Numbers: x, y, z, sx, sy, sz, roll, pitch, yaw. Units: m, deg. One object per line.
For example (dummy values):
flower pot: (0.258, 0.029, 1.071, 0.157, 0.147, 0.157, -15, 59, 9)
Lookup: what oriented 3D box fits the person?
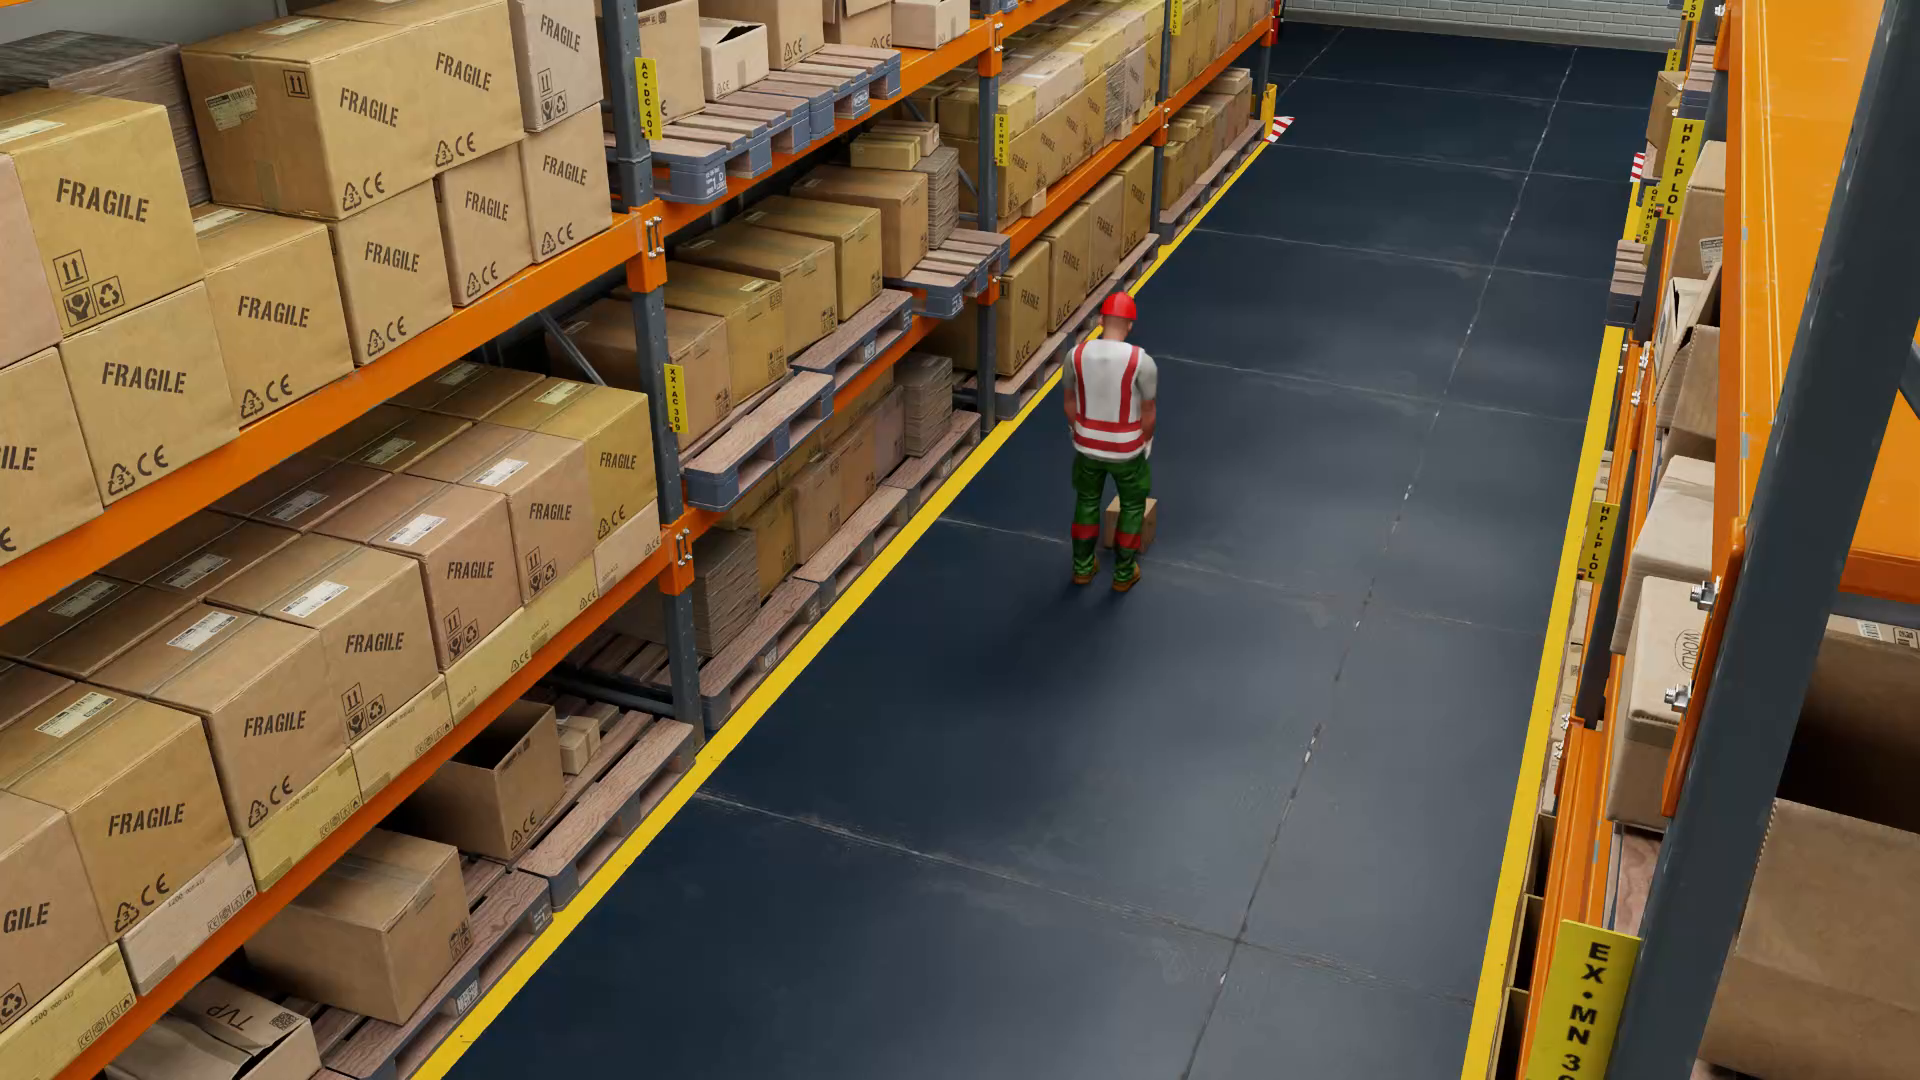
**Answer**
person: (0.841, -0.548, 9.407, 0.544, 1.735, 0.452, 12, 32, 20)
